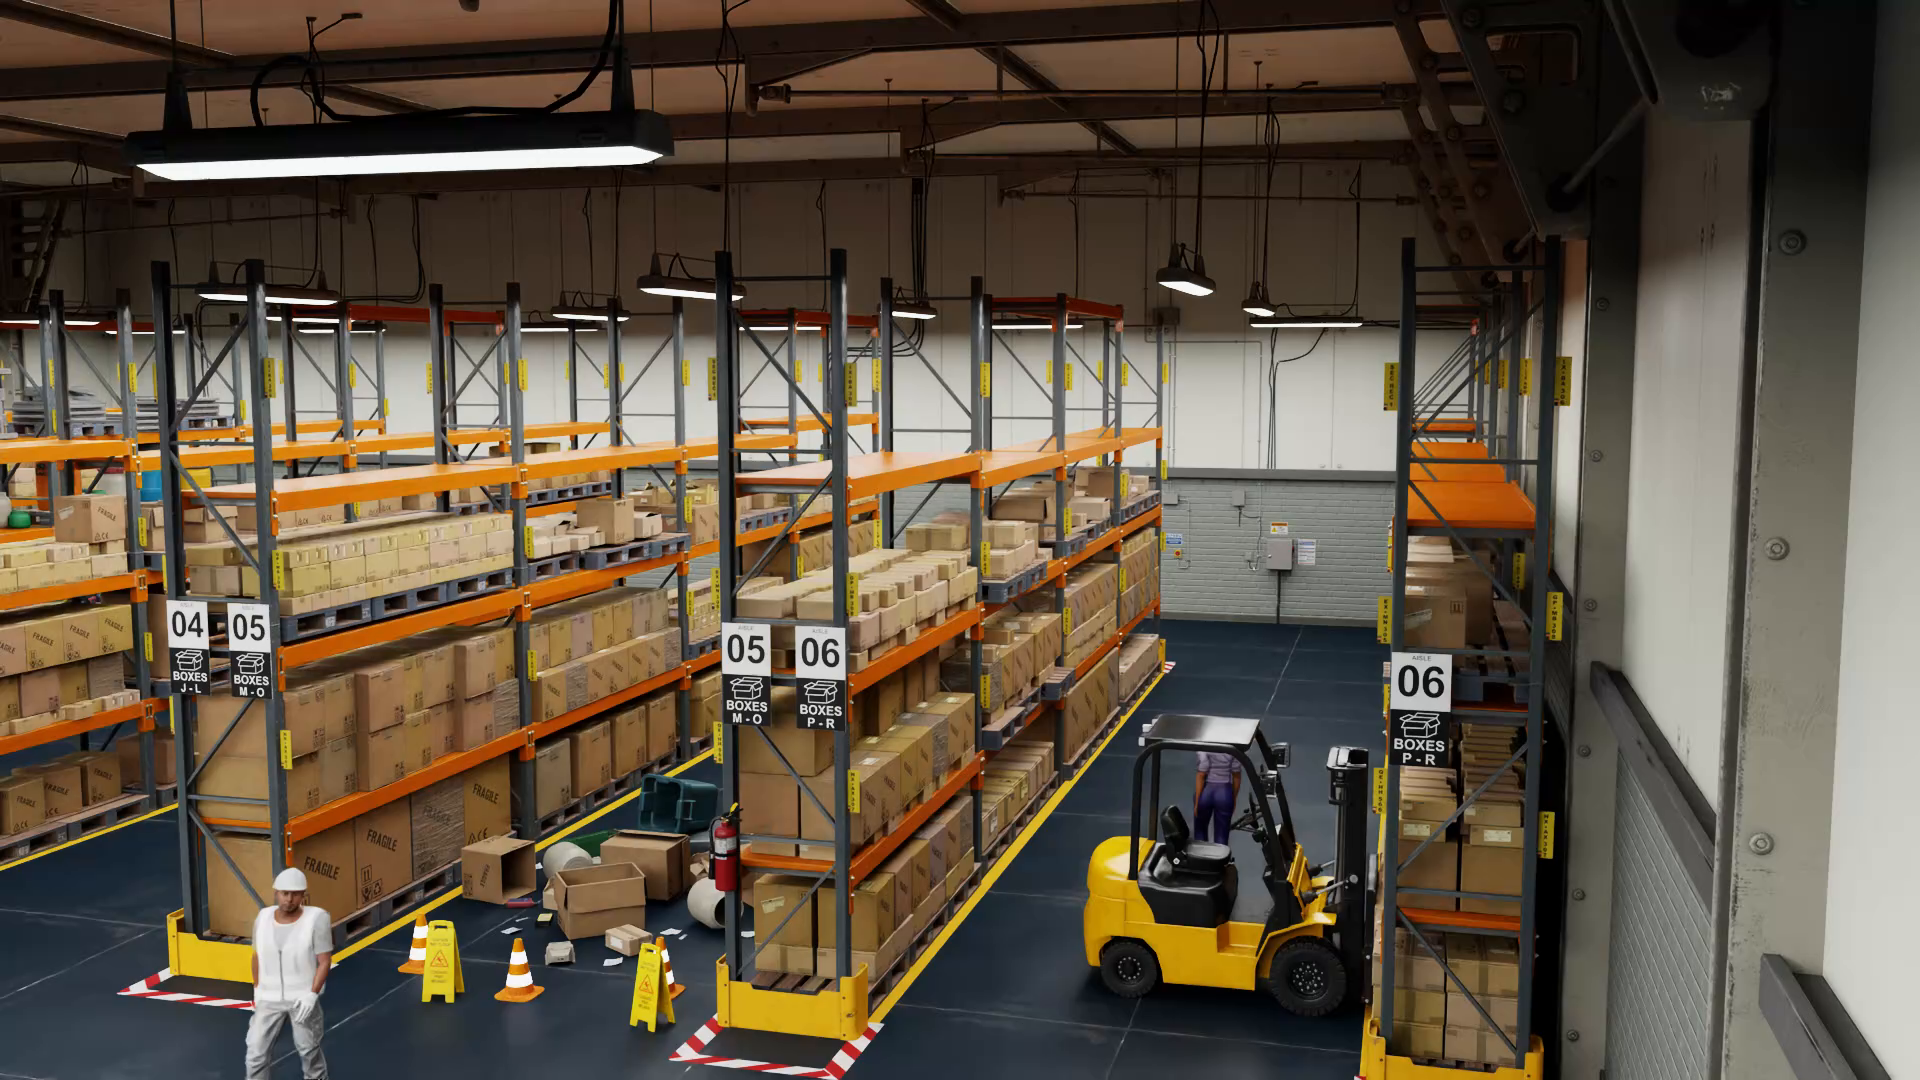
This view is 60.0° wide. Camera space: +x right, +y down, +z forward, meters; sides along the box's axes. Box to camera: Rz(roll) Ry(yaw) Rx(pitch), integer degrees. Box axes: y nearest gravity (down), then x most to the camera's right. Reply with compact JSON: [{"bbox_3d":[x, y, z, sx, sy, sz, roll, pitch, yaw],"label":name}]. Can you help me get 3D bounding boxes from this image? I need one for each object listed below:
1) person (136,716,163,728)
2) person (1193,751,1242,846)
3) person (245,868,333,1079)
[{"bbox_3d":[-10.914,1.980,22.406,0.616,1.757,0.682,1,6,11],"label":"person"},{"bbox_3d":[2.552,2.631,16.569,0.501,1.685,0.626,1,6,6],"label":"person"},{"bbox_3d":[-4.538,3.108,11.137,0.646,1.813,0.623,0,6,-3],"label":"person"}]
